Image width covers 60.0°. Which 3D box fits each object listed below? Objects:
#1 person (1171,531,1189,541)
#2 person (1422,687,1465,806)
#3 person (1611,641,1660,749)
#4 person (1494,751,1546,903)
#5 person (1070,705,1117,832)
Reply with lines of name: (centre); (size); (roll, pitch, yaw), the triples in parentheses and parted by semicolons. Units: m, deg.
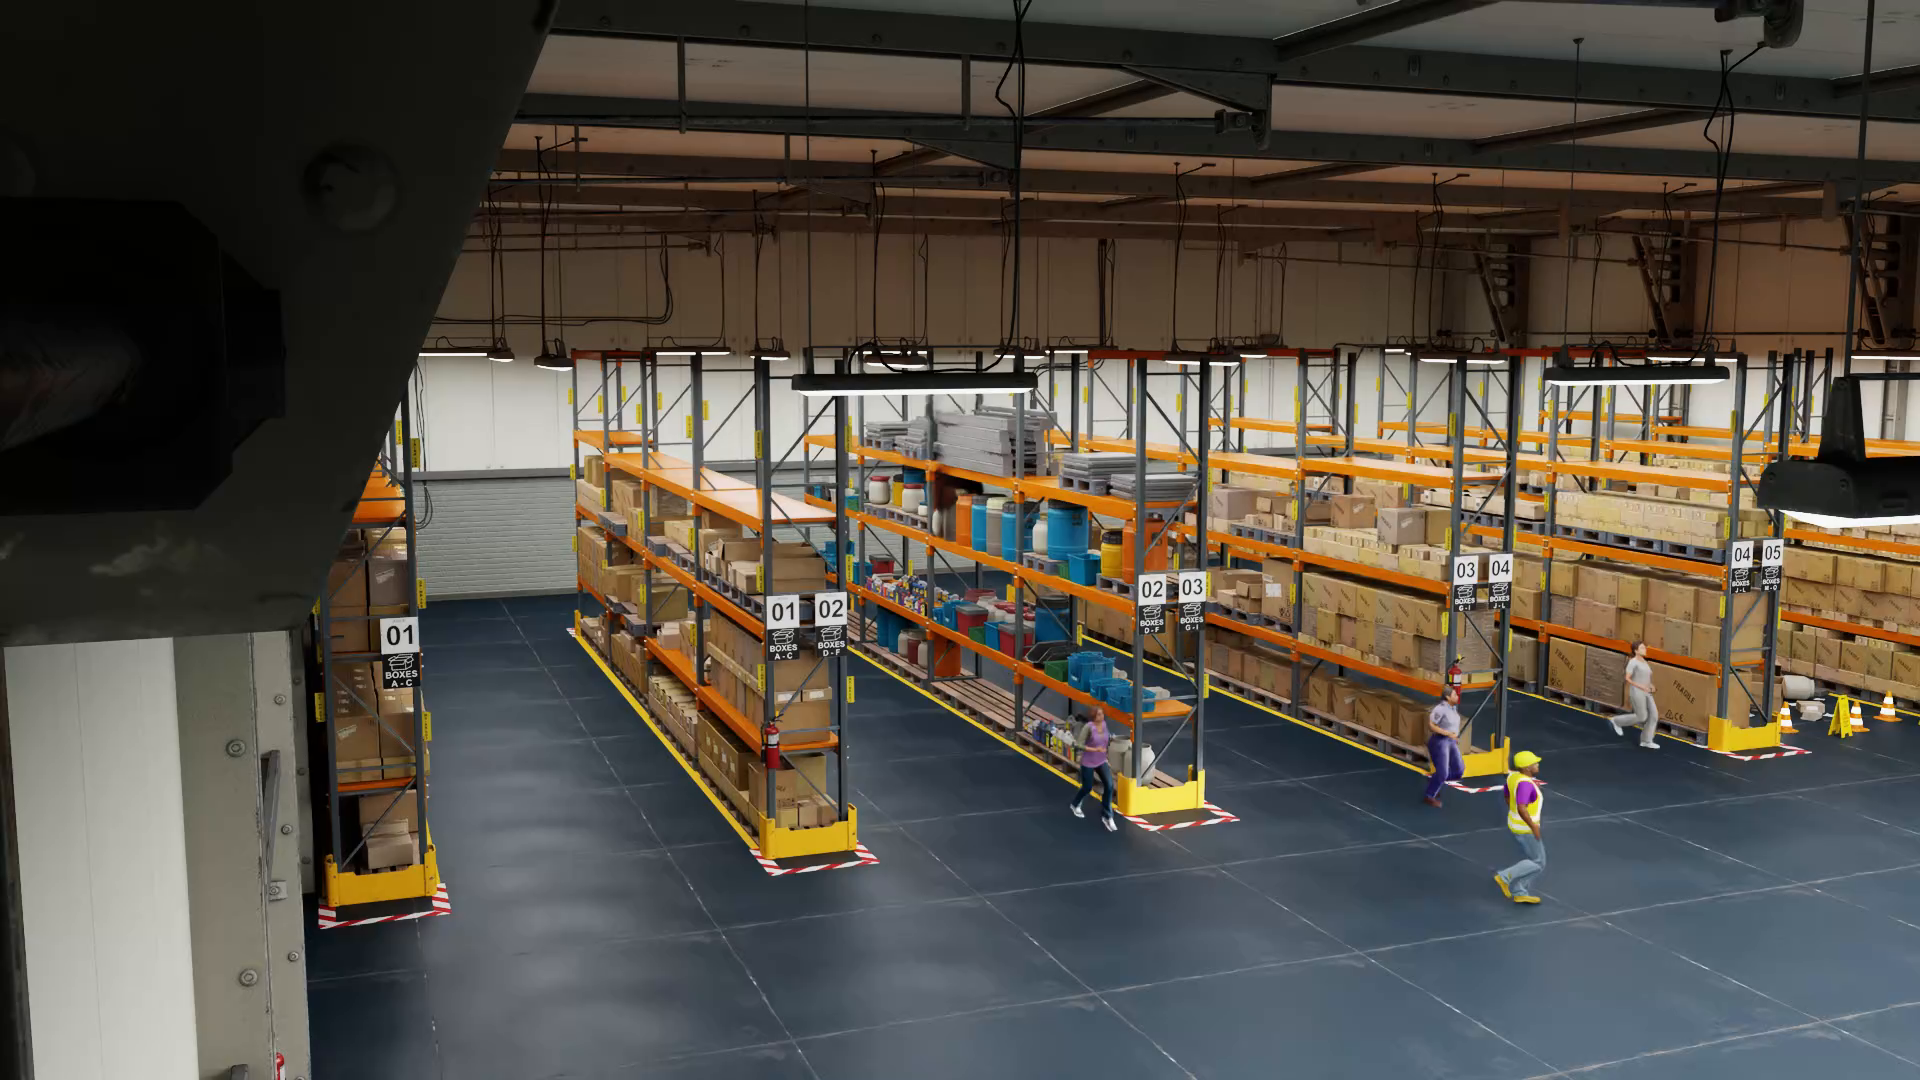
person: (5.350, 0.393, 40.808); (0.663, 1.827, 0.755); (7, 10, 43)
person: (6.580, 2.769, 22.479); (0.608, 1.577, 0.520); (-6, 10, -42)
person: (10.418, 2.353, 25.520); (0.564, 1.621, 0.768); (-6, 9, -39)
person: (6.217, 3.192, 18.465); (0.558, 1.728, 0.713); (1, 7, 4)
person: (1.702, 2.898, 21.393); (0.562, 1.624, 0.785); (-4, 8, -32)
